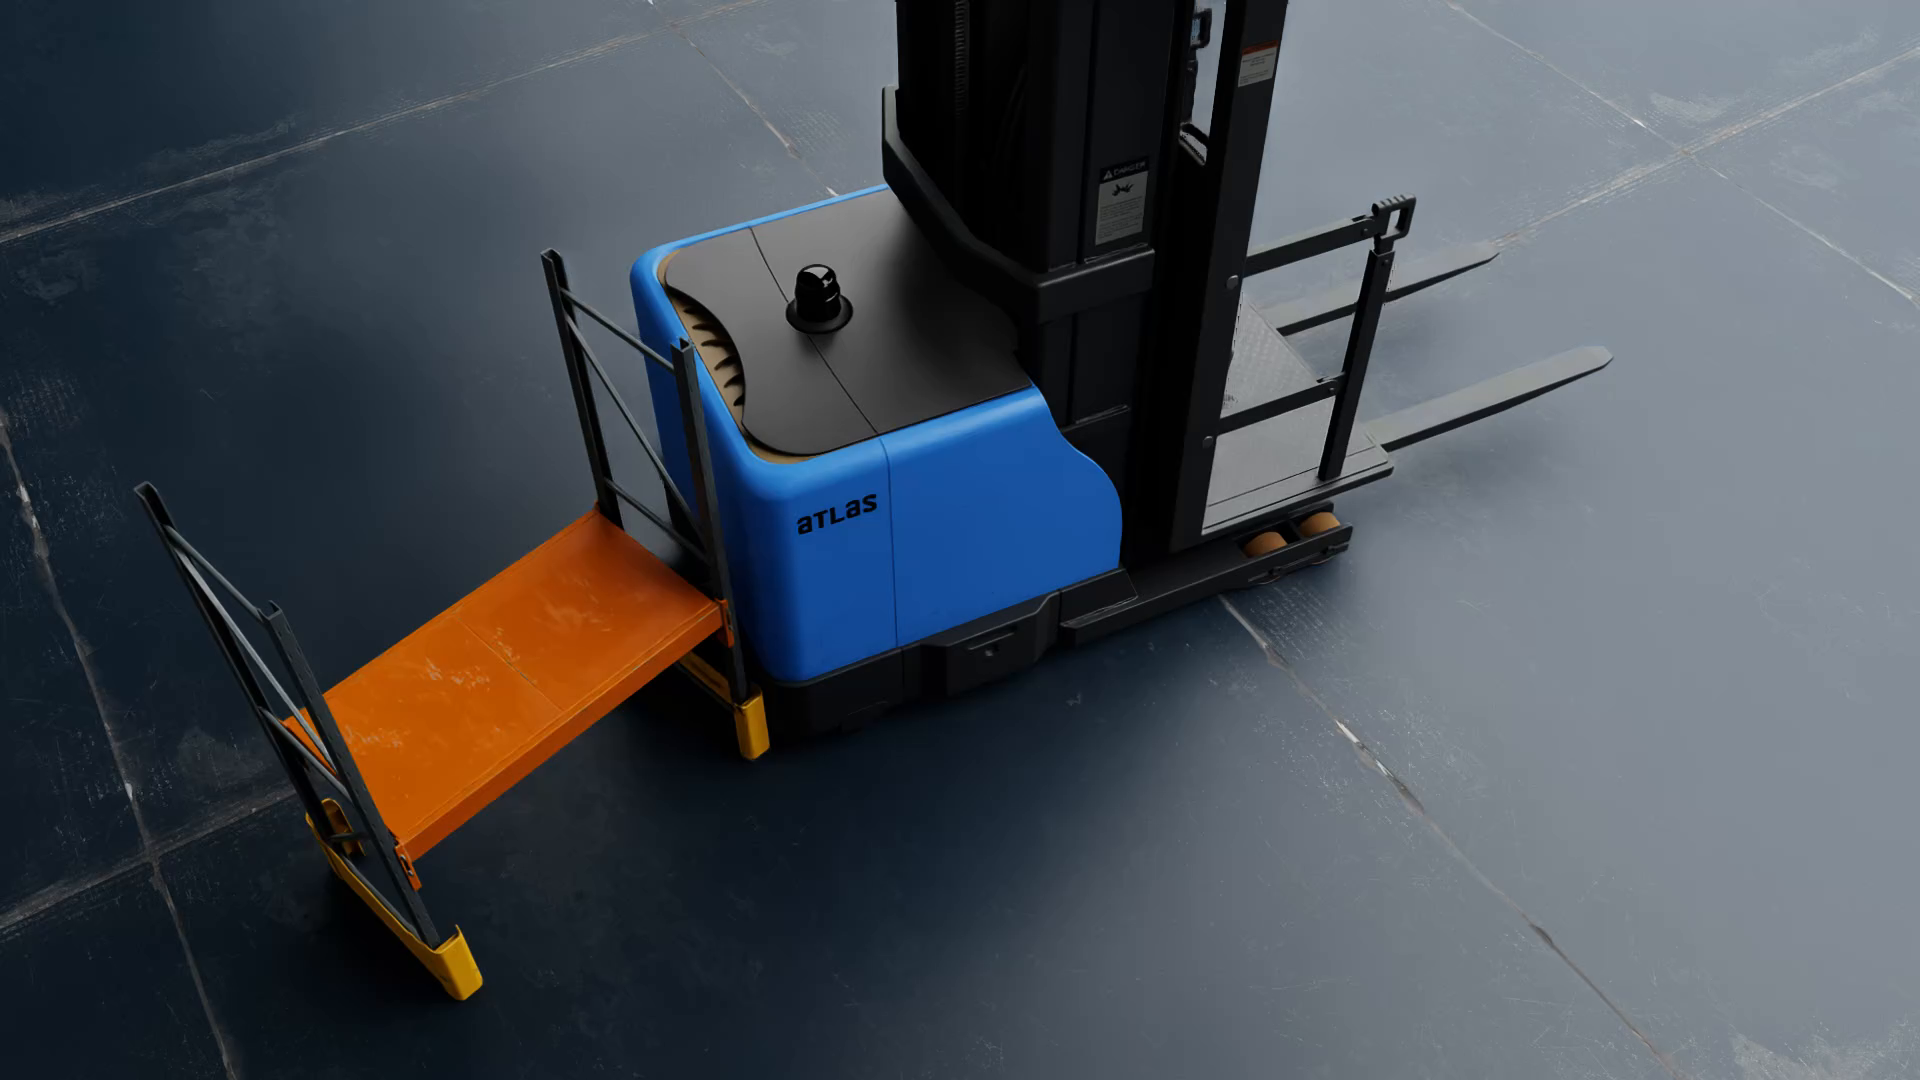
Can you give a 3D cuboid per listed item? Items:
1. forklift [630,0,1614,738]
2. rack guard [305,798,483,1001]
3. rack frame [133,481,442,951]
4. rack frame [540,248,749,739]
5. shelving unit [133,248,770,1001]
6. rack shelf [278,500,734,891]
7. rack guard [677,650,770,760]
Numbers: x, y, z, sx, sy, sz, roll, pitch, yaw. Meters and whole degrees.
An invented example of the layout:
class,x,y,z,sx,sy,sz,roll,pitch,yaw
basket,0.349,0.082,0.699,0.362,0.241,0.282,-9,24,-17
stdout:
class,x,y,z,sx,sy,sz,roll,pitch,yaw
forklift,0.648,-1.178,4.337,3.031,2.935,1.130,-19,51,-16
rack guard,-1.452,0.919,4.264,0.587,0.250,0.087,35,57,27
rack frame,-1.465,0.514,3.788,0.500,1.500,0.032,35,57,27
rack frame,-0.774,-0.043,4.284,0.500,1.500,0.032,35,57,27
shelving unit,-1.114,0.231,4.040,0.587,1.500,1.083,35,57,27
rack shelf,-1.120,0.355,4.170,0.538,0.185,1.000,35,57,27
rack guard,-0.775,0.373,4.750,0.587,0.250,0.087,35,57,27
